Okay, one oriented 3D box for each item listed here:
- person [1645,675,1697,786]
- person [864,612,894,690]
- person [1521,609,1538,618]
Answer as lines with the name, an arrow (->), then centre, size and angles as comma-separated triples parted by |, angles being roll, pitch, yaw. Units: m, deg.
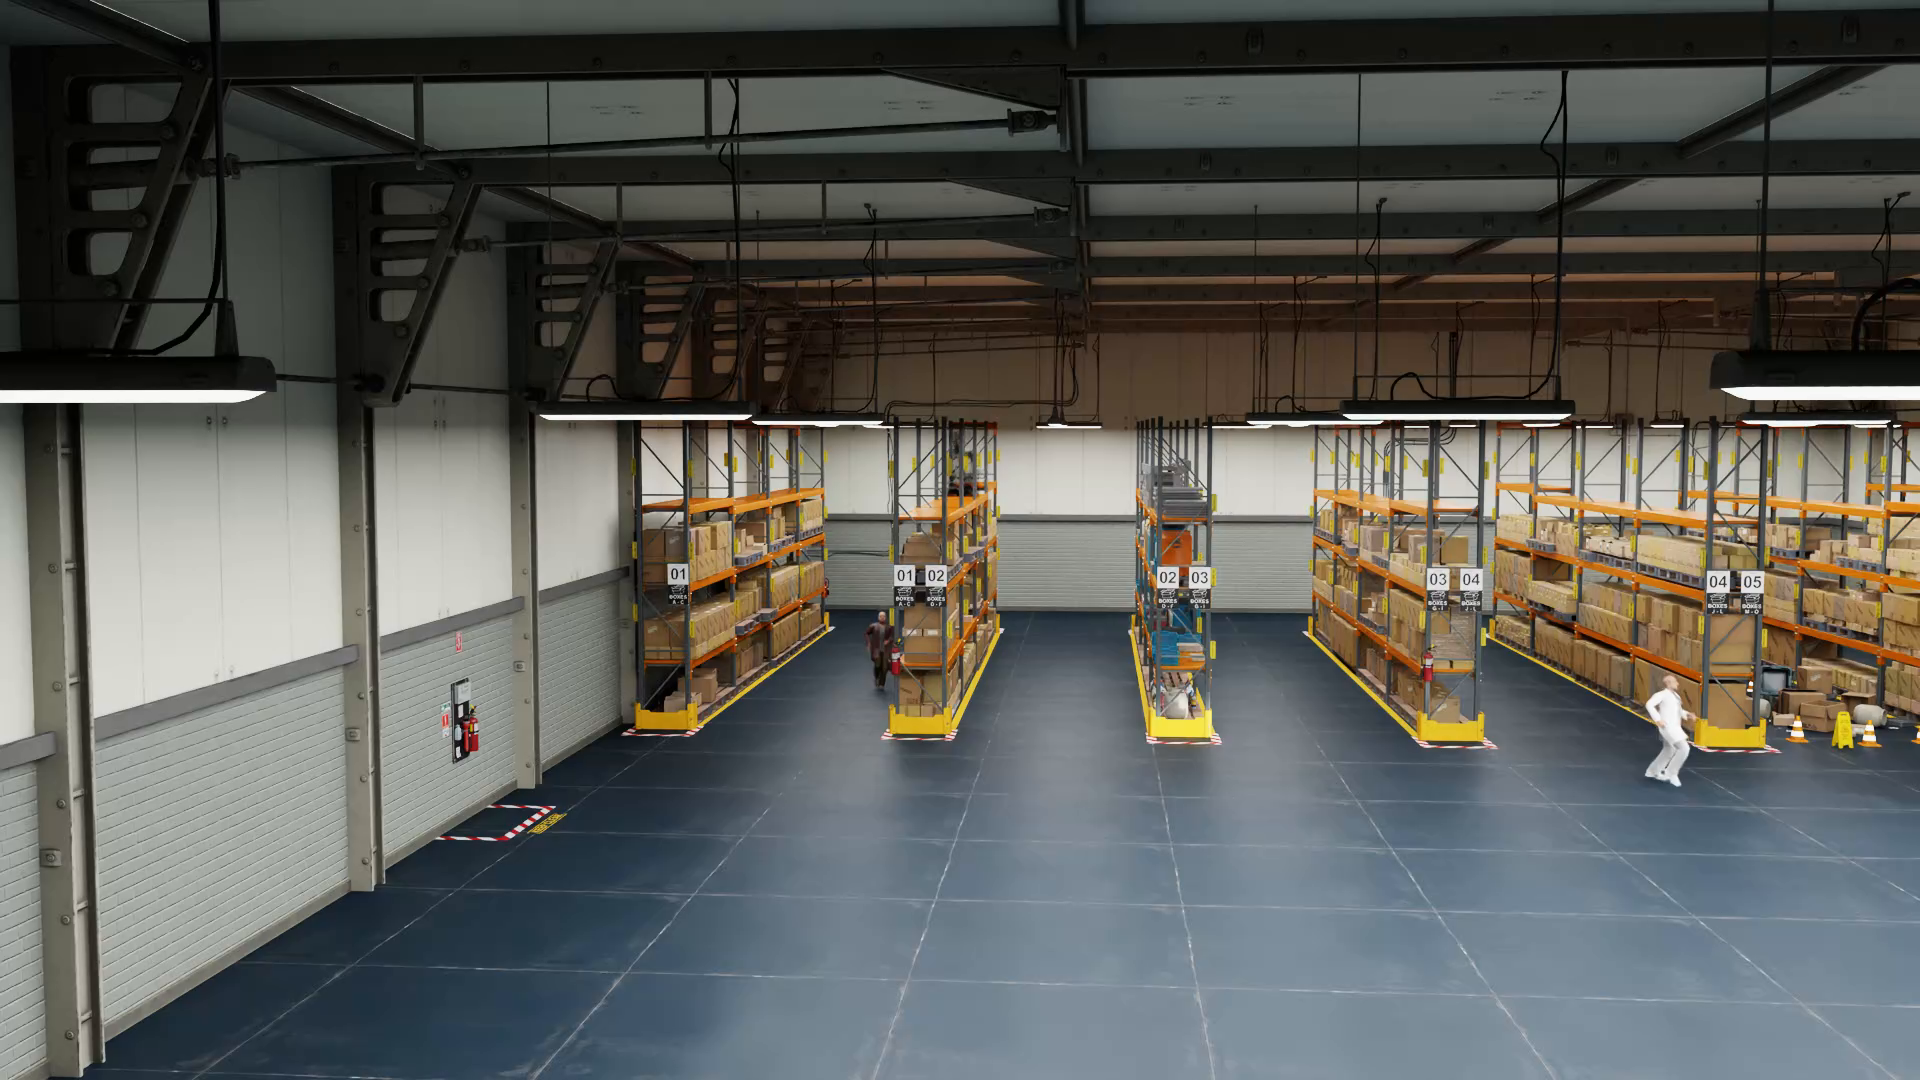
person -> 11.533, 3.097, 27.011 | 0.775, 1.790, 0.711 | 3, 5, 40
person -> -1.738, 2.453, 36.745 | 0.714, 1.736, 0.616 | 0, 4, -8
person -> 16.261, 1.858, 47.435 | 0.589, 1.592, 0.603 | -2, 4, -28
